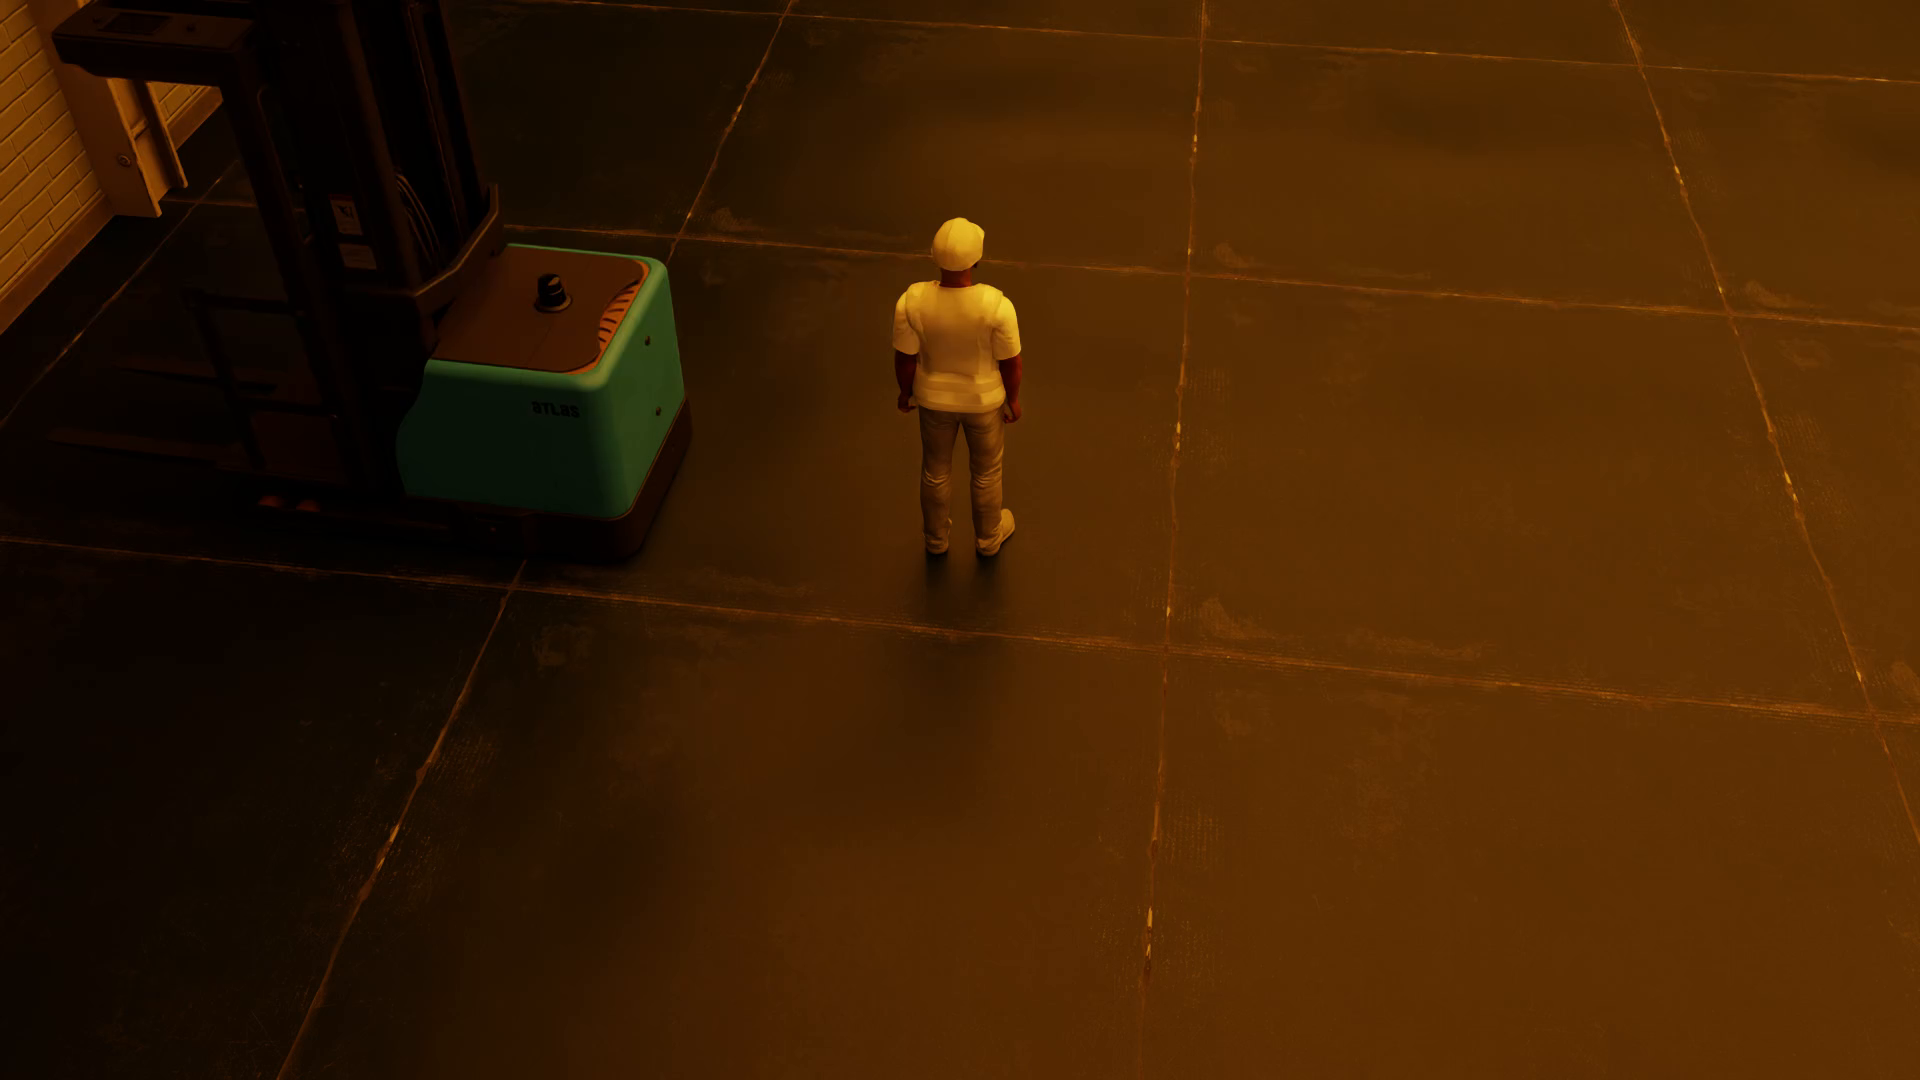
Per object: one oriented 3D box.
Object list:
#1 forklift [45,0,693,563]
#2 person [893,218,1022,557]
[{"bbox_3d":[-2.911,-1.455,7.308,3.031,2.935,1.130,7,43,7],"label":"forklift"},{"bbox_3d":[-0.003,-0.649,7.293,0.556,1.770,0.395,5,43,6],"label":"person"}]
